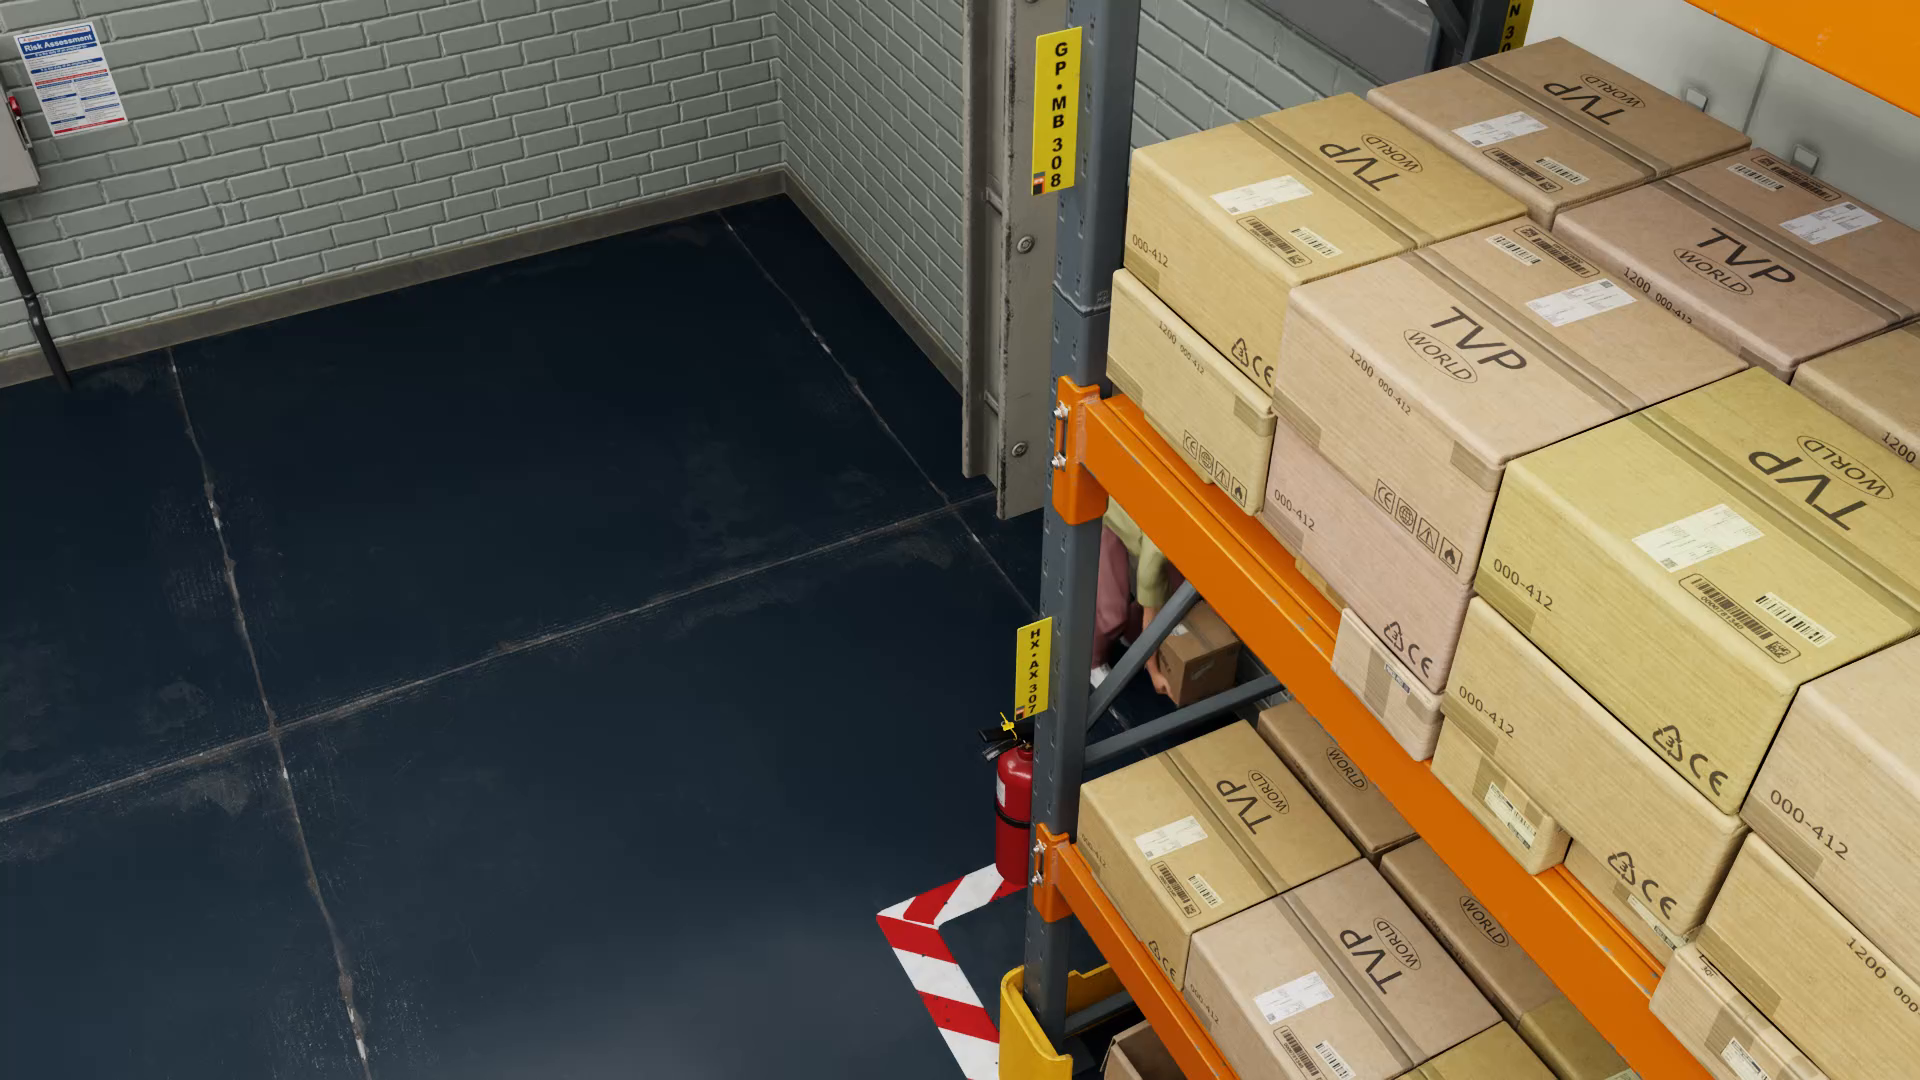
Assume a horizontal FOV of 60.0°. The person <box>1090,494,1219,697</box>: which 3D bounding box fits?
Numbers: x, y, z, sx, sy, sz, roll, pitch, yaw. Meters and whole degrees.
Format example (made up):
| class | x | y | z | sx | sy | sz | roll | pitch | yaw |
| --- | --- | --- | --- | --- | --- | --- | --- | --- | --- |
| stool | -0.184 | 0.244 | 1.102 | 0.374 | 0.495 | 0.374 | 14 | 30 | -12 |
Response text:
| class | x | y | z | sx | sy | sz | roll | pitch | yaw |
| --- | --- | --- | --- | --- | --- | --- | --- | --- | --- |
| person | 0.754 | 0.206 | 6.372 | 0.458 | 1.086 | 0.863 | -21 | 46 | -22 |
